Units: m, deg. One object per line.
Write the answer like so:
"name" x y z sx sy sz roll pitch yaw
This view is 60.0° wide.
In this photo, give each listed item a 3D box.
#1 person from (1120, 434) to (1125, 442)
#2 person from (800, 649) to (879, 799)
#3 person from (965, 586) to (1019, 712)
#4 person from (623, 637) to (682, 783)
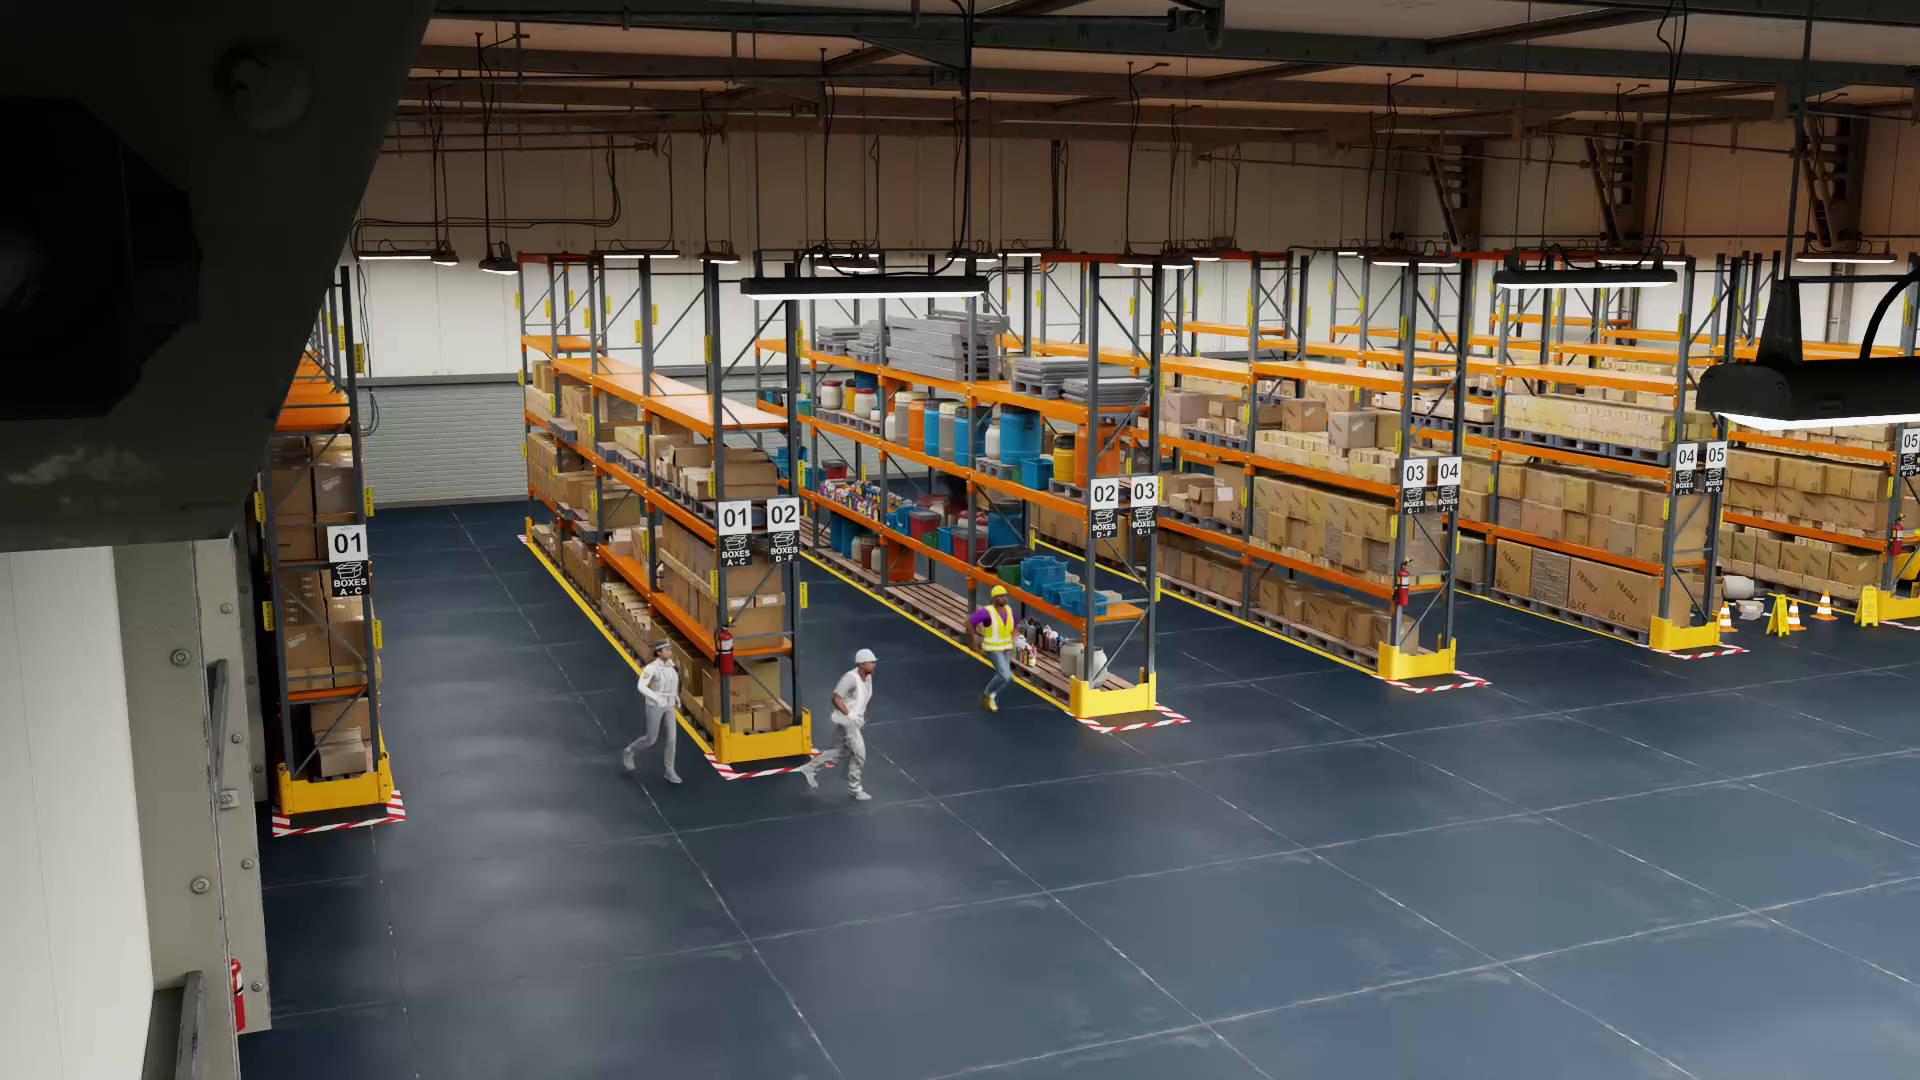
"person" 3.779 -1.817 40.143 0.667 1.779 0.806 4 11 23
"person" -1.367 2.085 18.978 0.916 1.751 0.684 3 11 14
"person" 0.517 1.457 22.221 0.694 1.699 0.641 -10 14 -42
"person" -3.514 1.966 19.653 0.900 1.653 0.674 8 13 36
